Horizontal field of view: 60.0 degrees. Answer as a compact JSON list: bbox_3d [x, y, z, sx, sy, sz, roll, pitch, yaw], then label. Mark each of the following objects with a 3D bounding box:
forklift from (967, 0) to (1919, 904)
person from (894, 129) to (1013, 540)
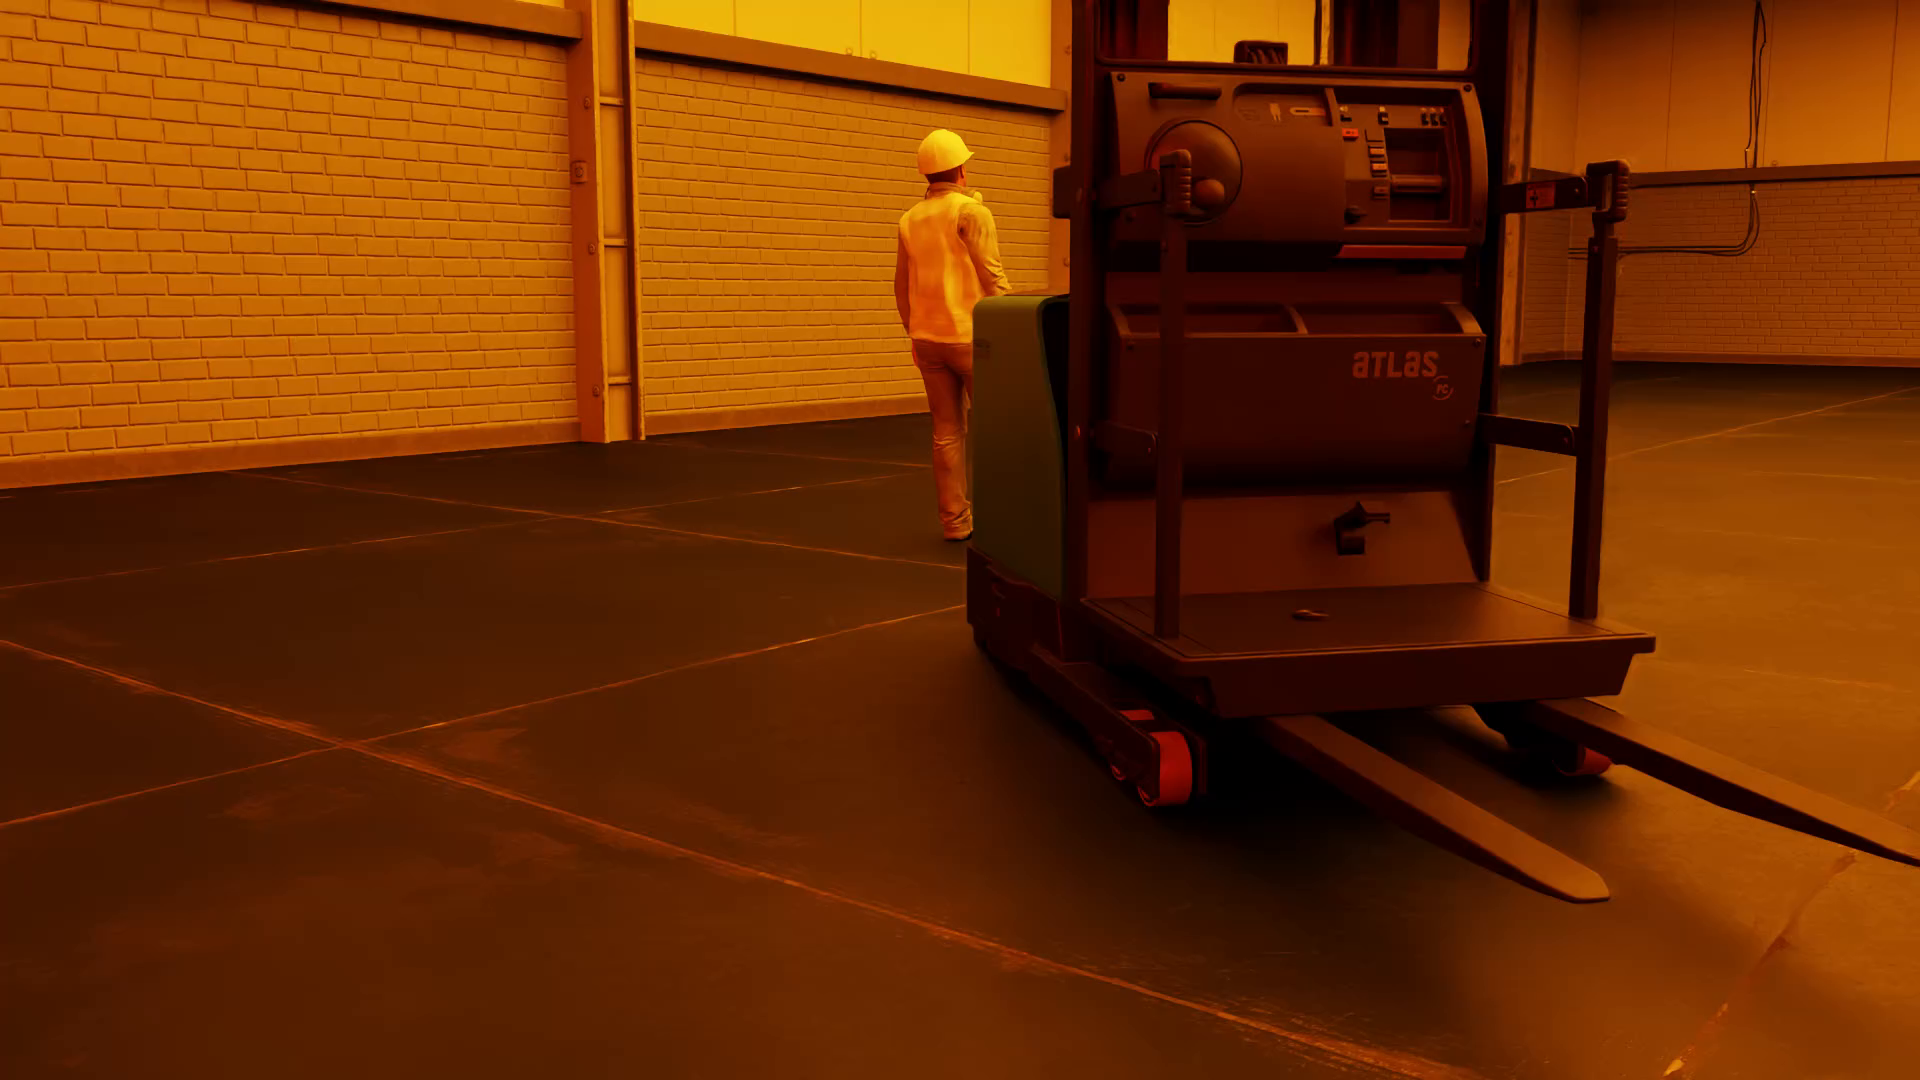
[{"bbox_3d":[0.856,-0.942,3.719,1.130,2.935,3.031,-2,9,-13],"label":"forklift"},{"bbox_3d":[0.045,-0.891,7.318,0.632,1.773,0.568,7,11,38],"label":"person"}]
